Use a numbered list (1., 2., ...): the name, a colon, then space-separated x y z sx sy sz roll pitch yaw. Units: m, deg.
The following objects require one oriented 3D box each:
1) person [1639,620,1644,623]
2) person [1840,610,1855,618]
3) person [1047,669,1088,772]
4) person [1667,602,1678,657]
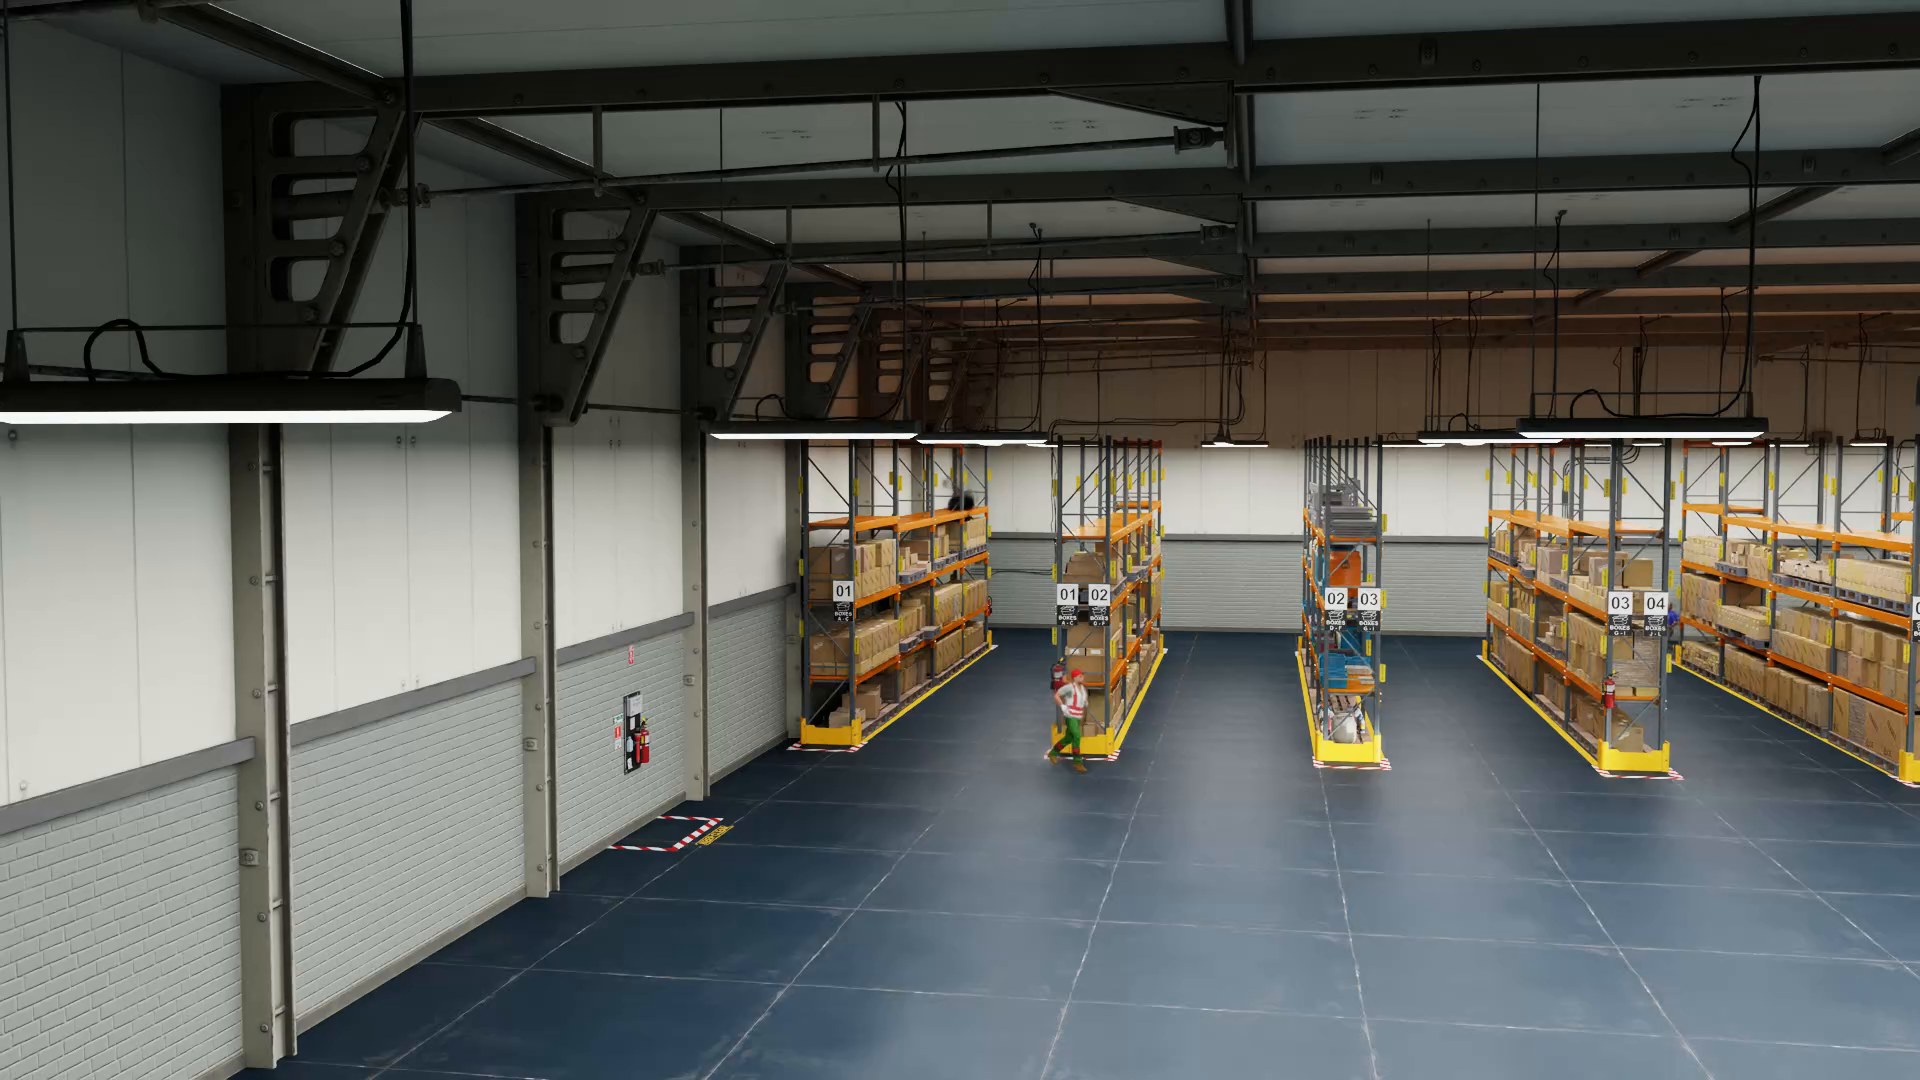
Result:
1. person: 17.558 2.585 42.437 0.591 1.662 0.854 1 3 15
2. person: 23.981 2.422 45.071 0.600 1.737 0.661 0 3 9
3. person: 2.043 3.219 29.984 0.900 1.799 0.673 2 4 37
4. person: 19.338 2.484 45.418 0.592 1.606 0.606 -1 3 -14
